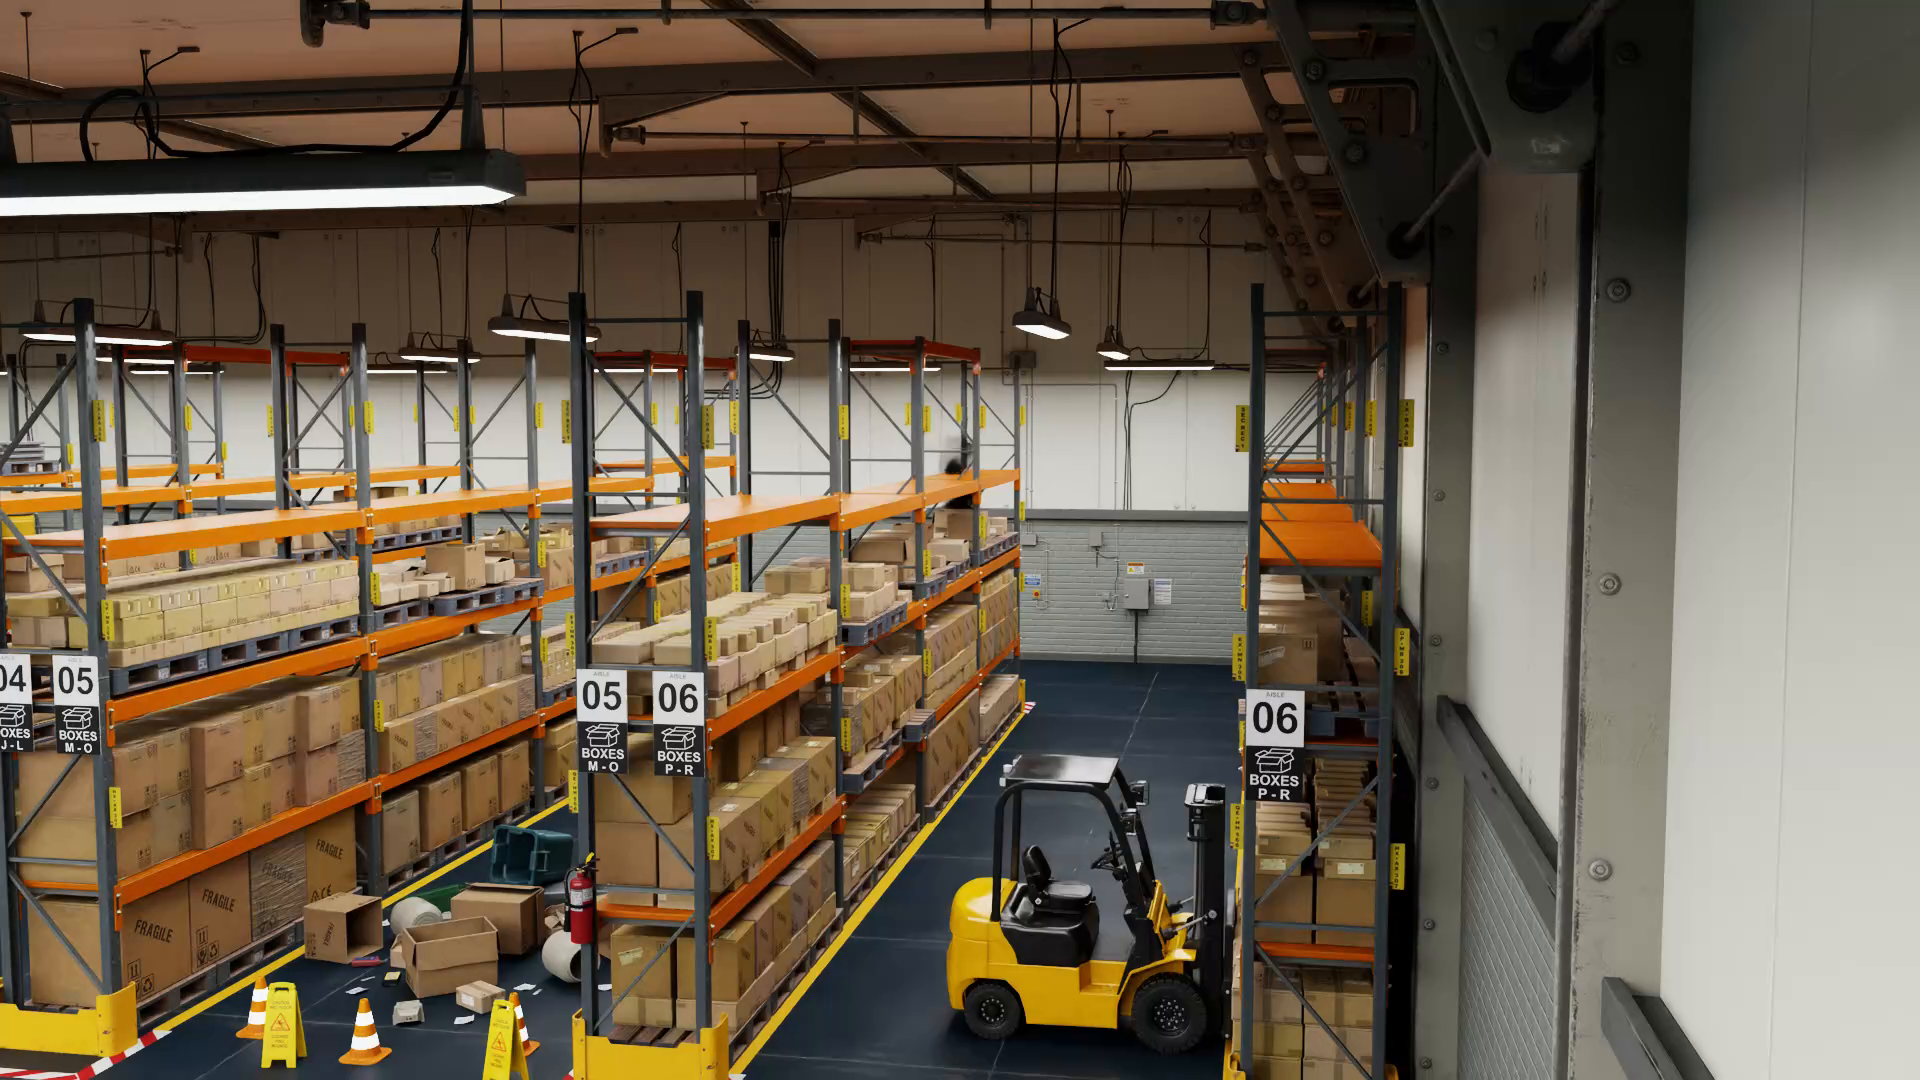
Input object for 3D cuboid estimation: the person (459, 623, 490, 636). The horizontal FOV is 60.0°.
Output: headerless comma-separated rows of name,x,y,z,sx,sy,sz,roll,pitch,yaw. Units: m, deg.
person,-7.980,2.094,27.463,0.689,1.734,0.832,0,5,4
